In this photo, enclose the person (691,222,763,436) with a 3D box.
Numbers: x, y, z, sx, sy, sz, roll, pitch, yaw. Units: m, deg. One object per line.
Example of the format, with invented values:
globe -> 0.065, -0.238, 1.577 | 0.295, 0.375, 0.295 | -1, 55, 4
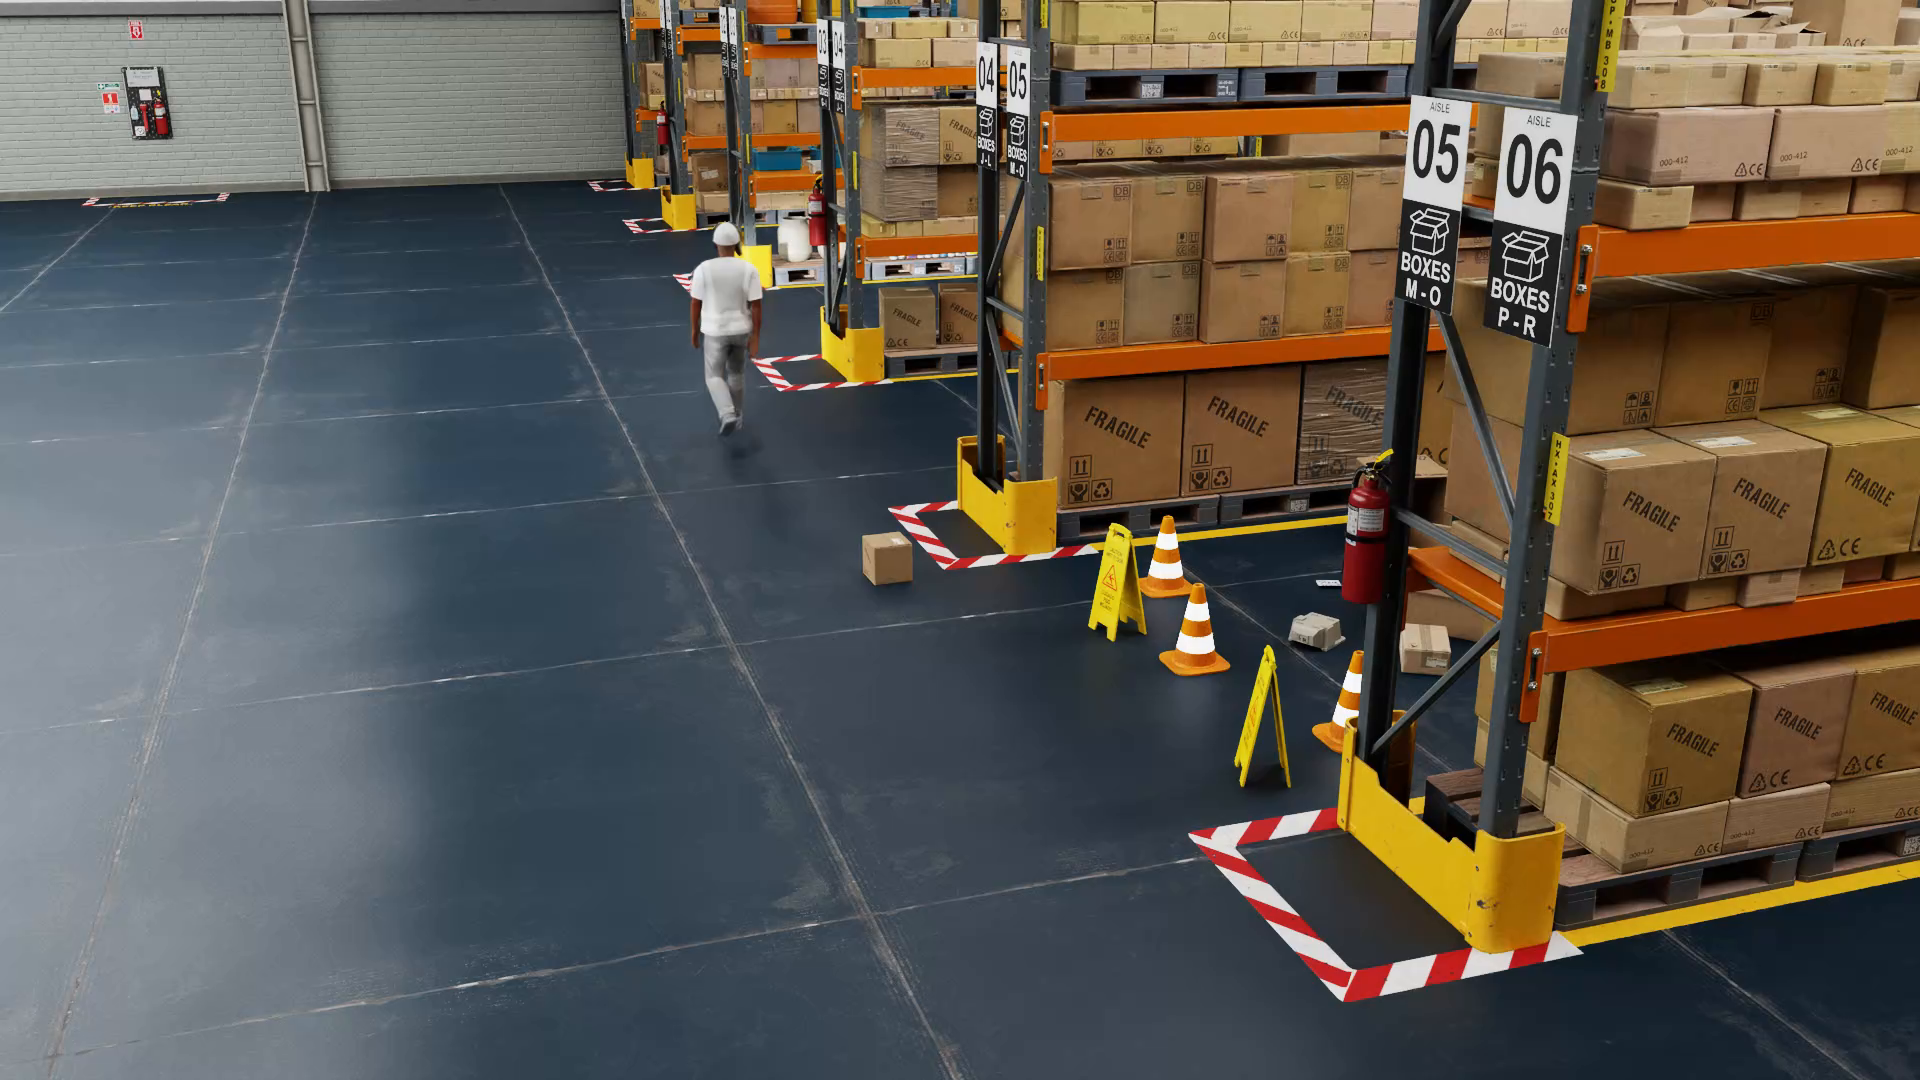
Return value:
person -> -1.869, -1.676, 13.359 | 0.553, 1.740, 0.894 | -7, 20, -19
